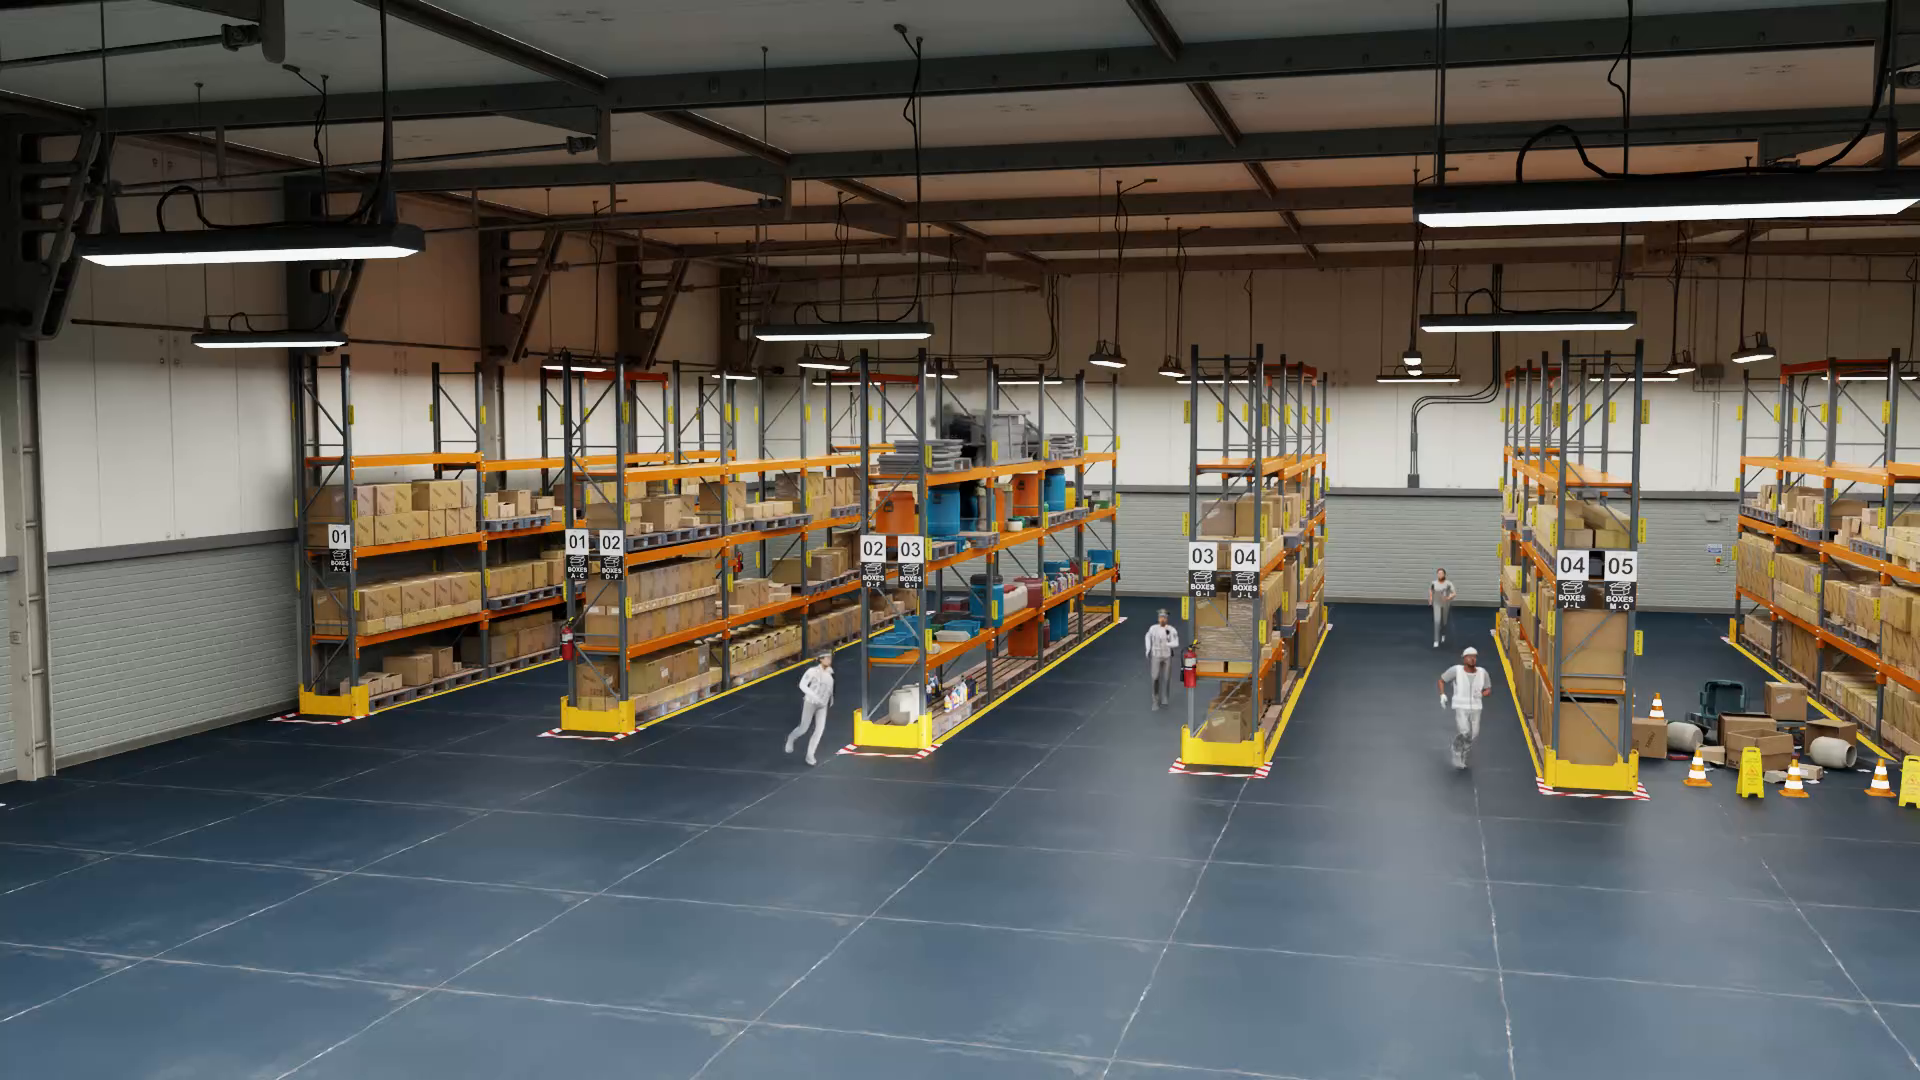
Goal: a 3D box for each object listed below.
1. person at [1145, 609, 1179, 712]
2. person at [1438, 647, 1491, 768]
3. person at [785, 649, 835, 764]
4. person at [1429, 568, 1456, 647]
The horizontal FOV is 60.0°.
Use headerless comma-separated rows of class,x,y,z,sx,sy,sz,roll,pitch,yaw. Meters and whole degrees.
person,3.433,2.042,28.307,0.576,1.744,0.719,1,4,9
person,7.129,2.368,23.375,0.679,1.717,0.631,0,4,-5
person,-2.102,2.382,24.237,0.673,1.609,0.868,-3,5,-35
person,10.416,1.438,35.926,0.568,1.667,0.925,2,5,21
